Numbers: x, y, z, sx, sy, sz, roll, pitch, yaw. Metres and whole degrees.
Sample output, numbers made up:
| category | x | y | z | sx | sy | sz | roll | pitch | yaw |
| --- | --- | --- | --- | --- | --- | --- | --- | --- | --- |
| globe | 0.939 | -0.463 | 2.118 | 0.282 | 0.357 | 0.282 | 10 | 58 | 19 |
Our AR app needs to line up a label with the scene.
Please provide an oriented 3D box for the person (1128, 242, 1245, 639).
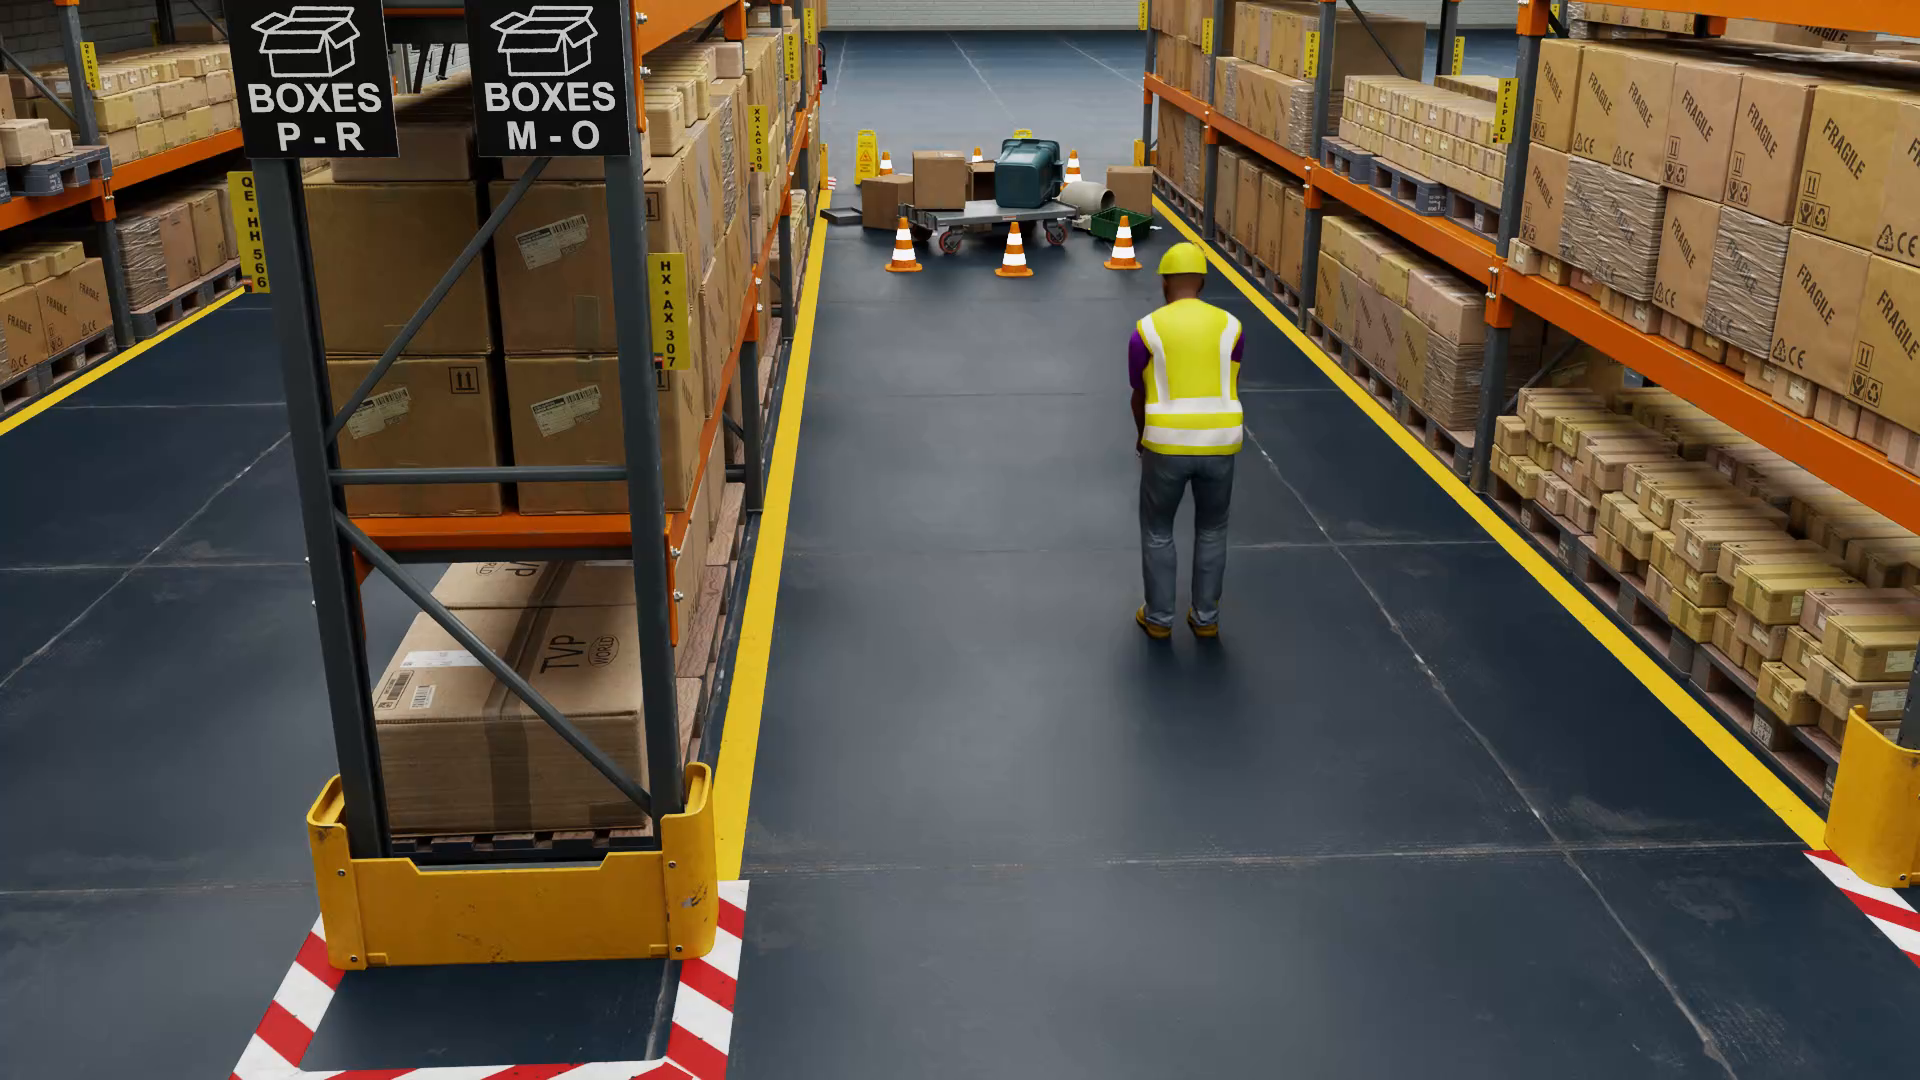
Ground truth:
| category | x | y | z | sx | sy | sz | roll | pitch | yaw |
| --- | --- | --- | --- | --- | --- | --- | --- | --- | --- |
| person | 0.967 | -0.426 | 7.265 | 0.498 | 1.717 | 0.616 | -1 | 20 | -4 |
